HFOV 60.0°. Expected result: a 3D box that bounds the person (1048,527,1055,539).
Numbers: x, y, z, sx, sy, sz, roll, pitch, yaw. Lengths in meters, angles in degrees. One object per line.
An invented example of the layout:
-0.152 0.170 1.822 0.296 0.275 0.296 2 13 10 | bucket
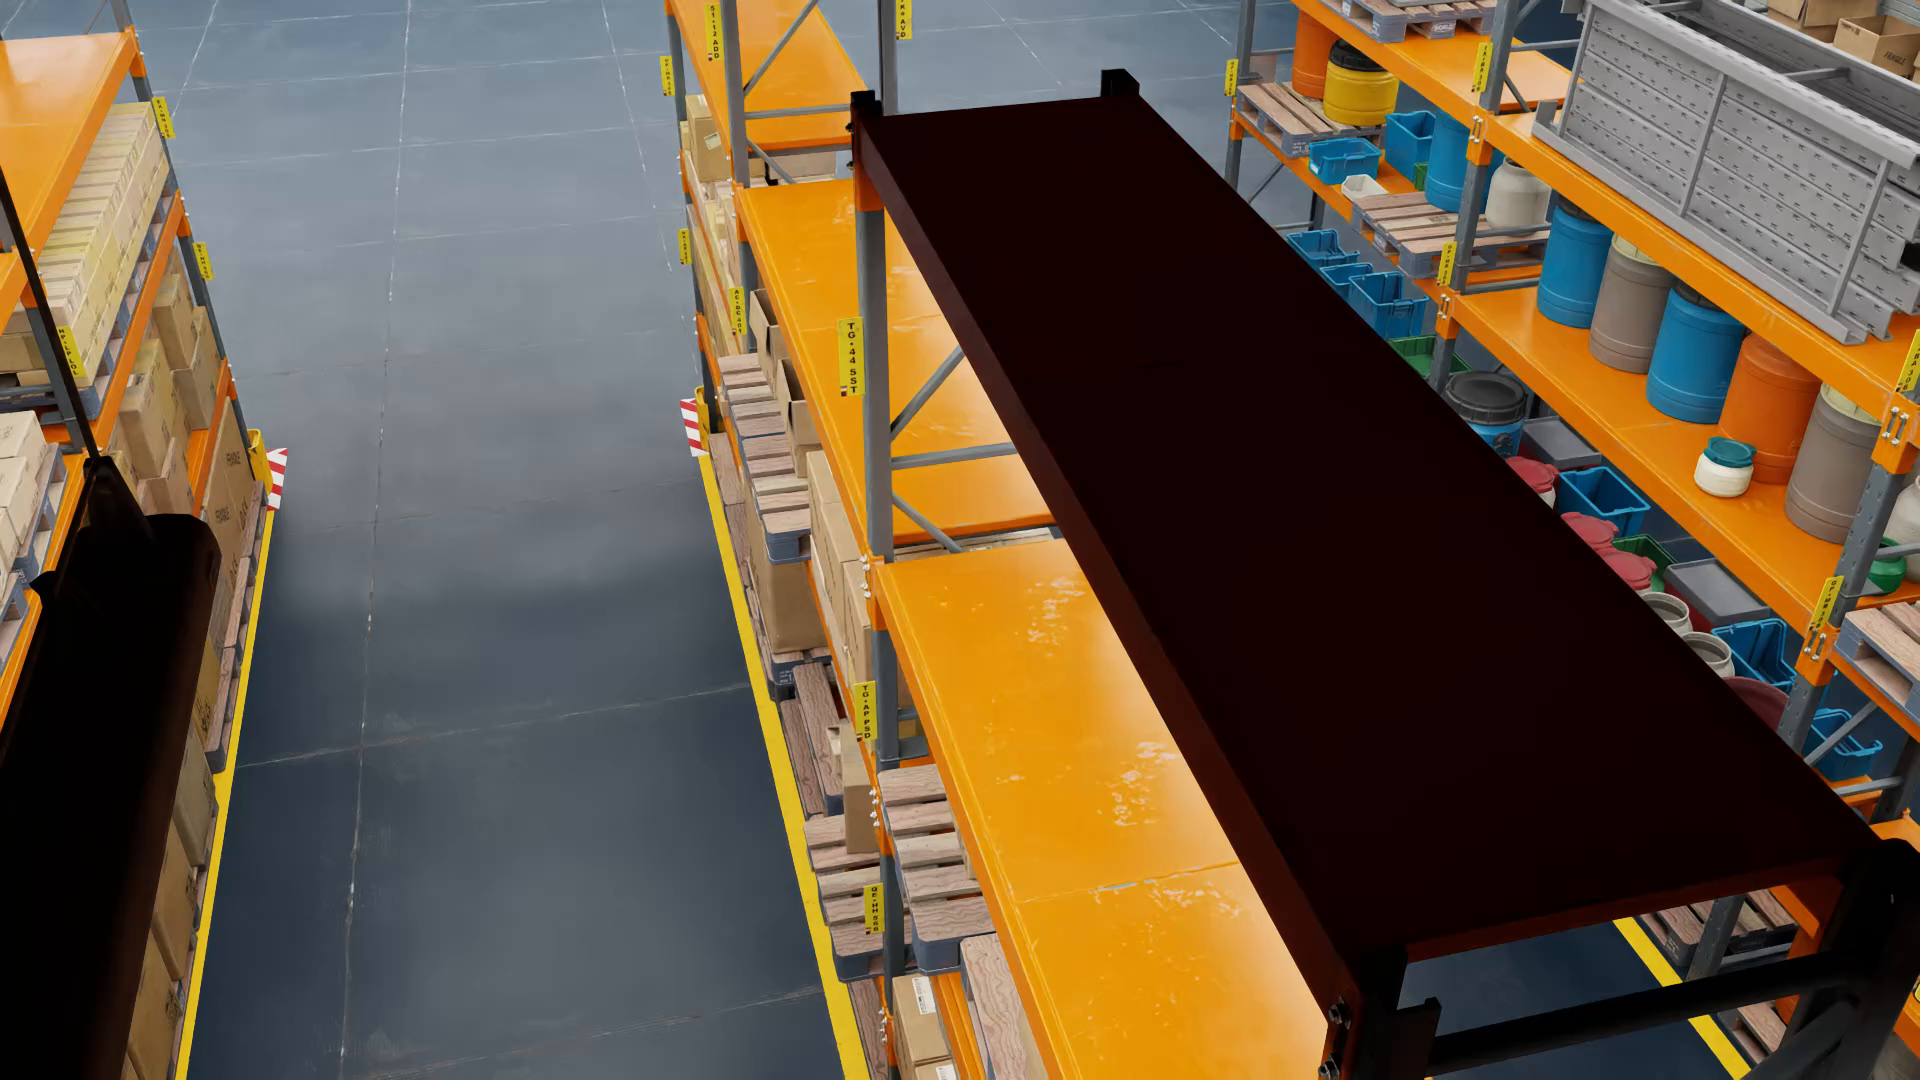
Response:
0.476 -0.629 13.577 0.531 1.611 0.904 -24 41 -31 | person
